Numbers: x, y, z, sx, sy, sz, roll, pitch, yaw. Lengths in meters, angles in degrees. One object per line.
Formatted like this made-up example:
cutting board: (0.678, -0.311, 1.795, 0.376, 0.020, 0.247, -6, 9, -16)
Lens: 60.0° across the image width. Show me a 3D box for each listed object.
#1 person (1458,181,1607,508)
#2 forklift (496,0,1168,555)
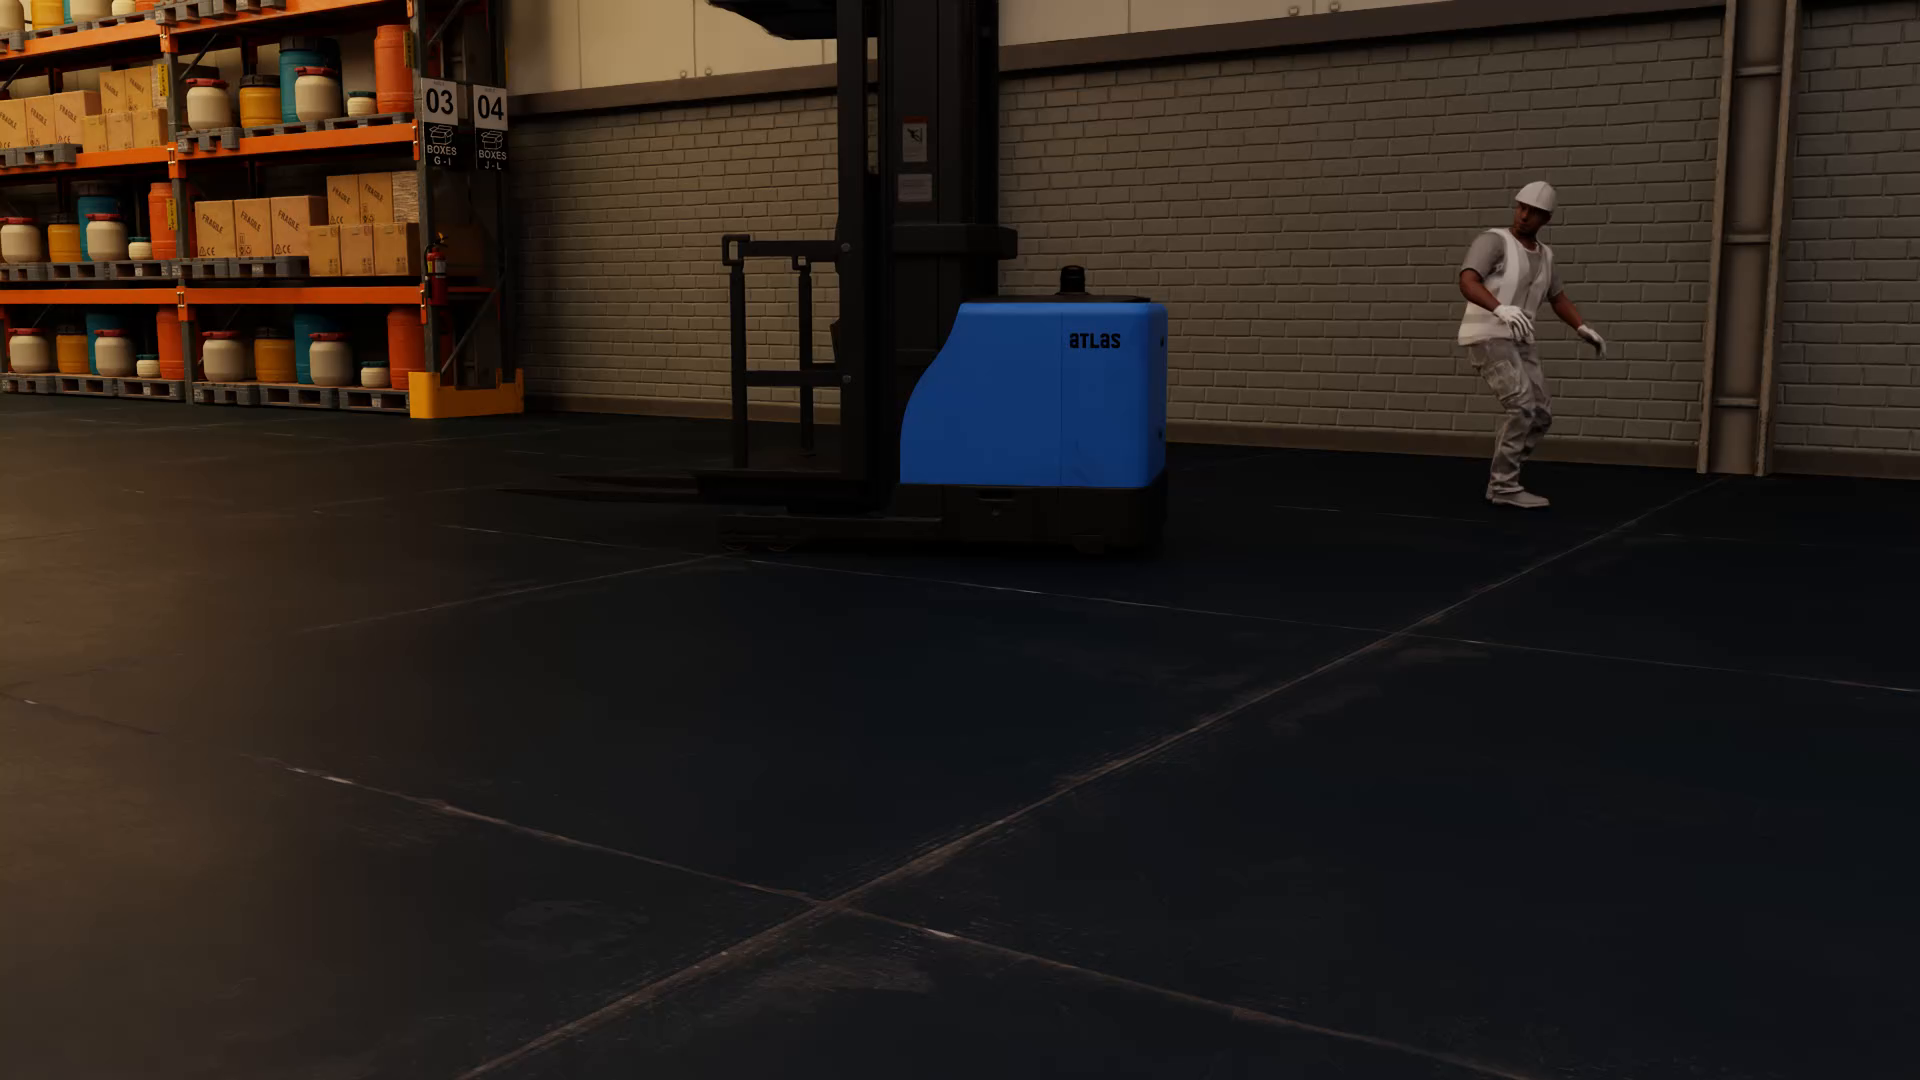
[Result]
person: (2.995, -1.023, 8.817, 0.808, 1.723, 0.592, -7, 11, -40)
forklift: (-0.596, -1.469, 7.520, 3.031, 2.935, 1.130, 2, 8, 12)
